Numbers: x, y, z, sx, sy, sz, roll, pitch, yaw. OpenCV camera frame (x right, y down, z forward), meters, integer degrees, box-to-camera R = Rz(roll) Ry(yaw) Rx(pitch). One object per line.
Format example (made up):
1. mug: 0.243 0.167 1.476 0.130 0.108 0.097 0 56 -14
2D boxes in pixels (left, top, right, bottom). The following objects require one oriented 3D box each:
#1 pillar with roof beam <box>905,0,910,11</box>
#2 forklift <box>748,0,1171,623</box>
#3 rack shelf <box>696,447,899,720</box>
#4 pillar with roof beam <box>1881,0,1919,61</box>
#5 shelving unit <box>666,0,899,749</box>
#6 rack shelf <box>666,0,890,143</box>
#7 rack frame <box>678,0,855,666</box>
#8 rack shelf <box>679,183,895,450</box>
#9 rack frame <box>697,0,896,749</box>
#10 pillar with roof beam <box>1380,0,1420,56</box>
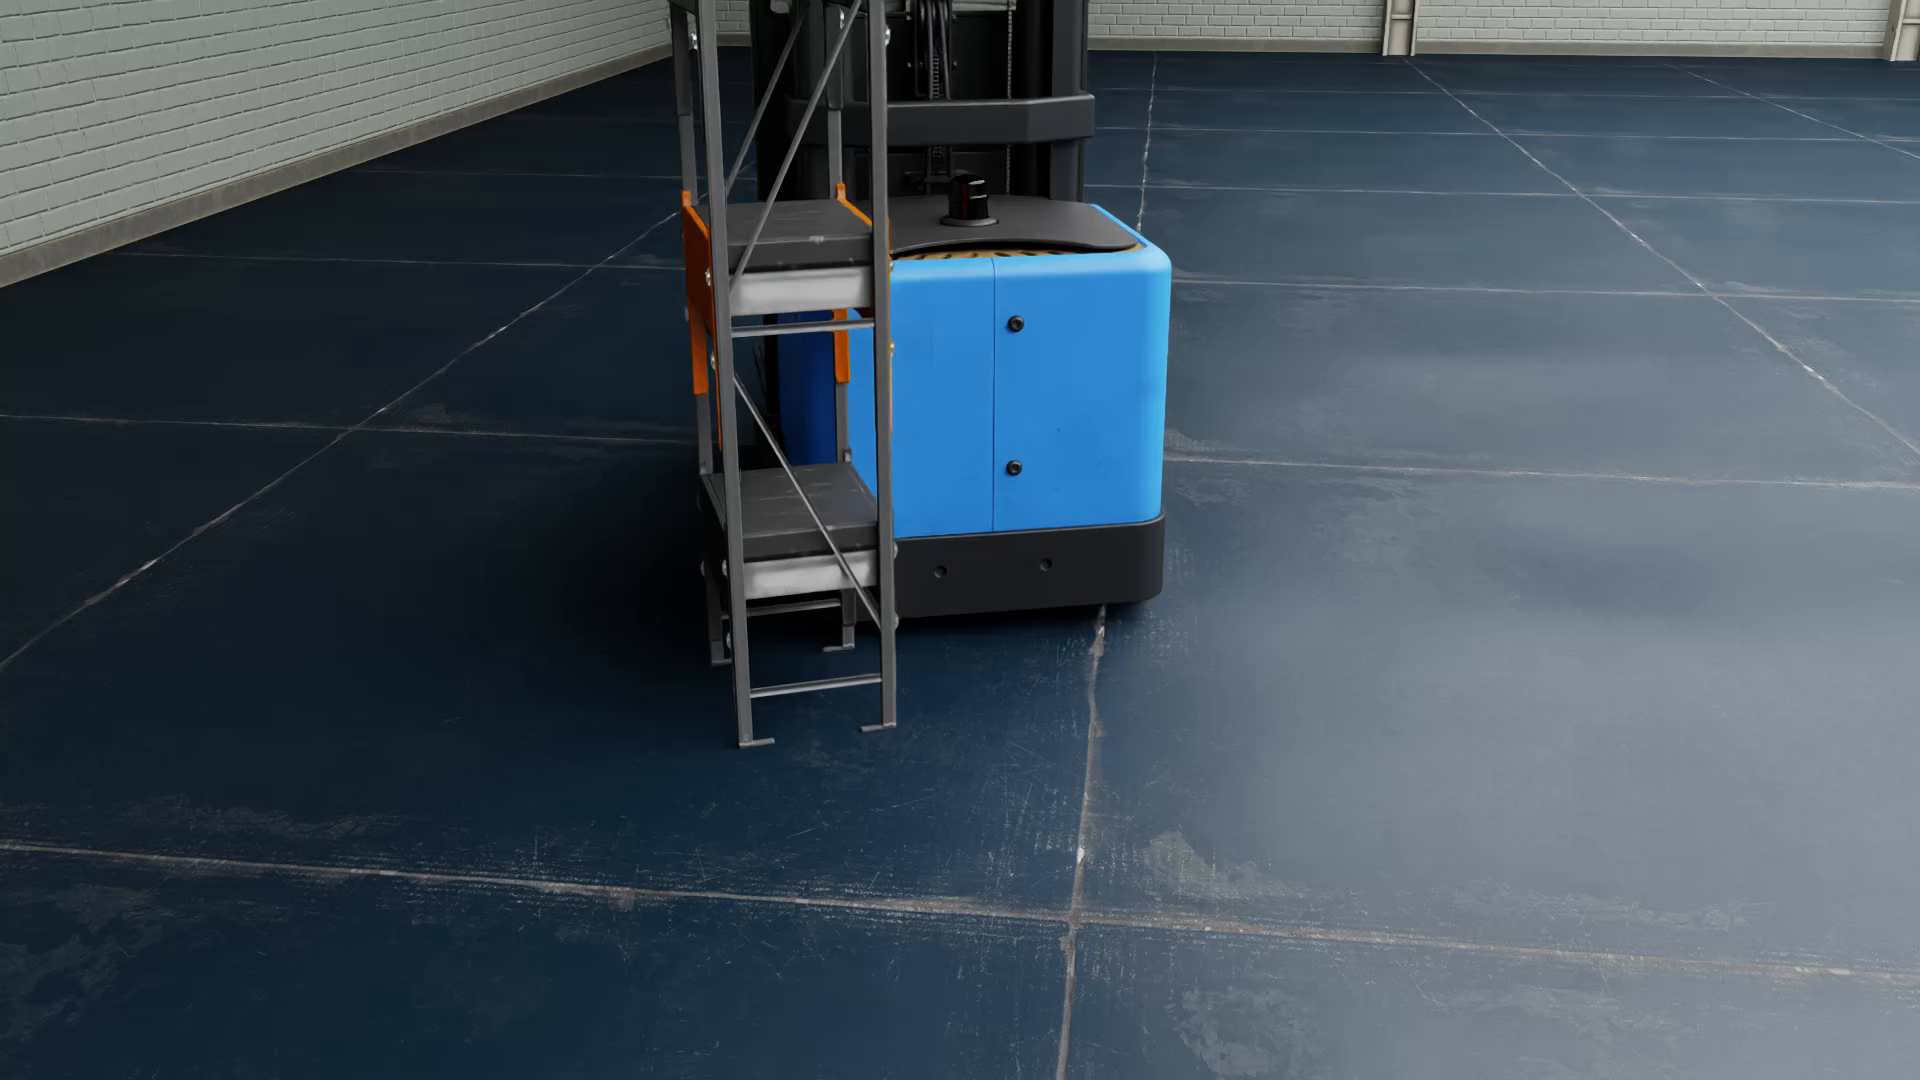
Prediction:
1. pillar with roof beam: -0.990 -8.960 15.863 0.400 9.000 9.100 2 22 6
2. forklift: -0.173 -1.639 5.598 1.130 2.935 3.031 -4 22 -9
3. rack shelf: -0.424 0.098 4.278 0.431 0.518 0.480 -6 22 -15
4. pillar with roof beam: 10.927 -8.440 14.550 0.400 9.000 9.100 2 22 6
5. shelving unit: -0.424 -0.566 4.016 0.431 2.100 0.503 -6 22 -15
6. rack shelf: -0.424 -1.204 3.763 0.431 0.518 0.480 -6 22 -15
7. rack frame: -0.490 -0.652 4.234 0.400 2.100 0.015 -6 22 -15
8. rack shelf: -0.424 -0.553 4.021 0.431 0.518 0.480 -6 22 -15
9. rack frame: -0.357 -0.480 3.797 0.400 2.100 0.015 -6 22 -15
10. pillar with roof beam: 4.969 -8.700 15.206 0.400 9.000 9.100 2 22 6
